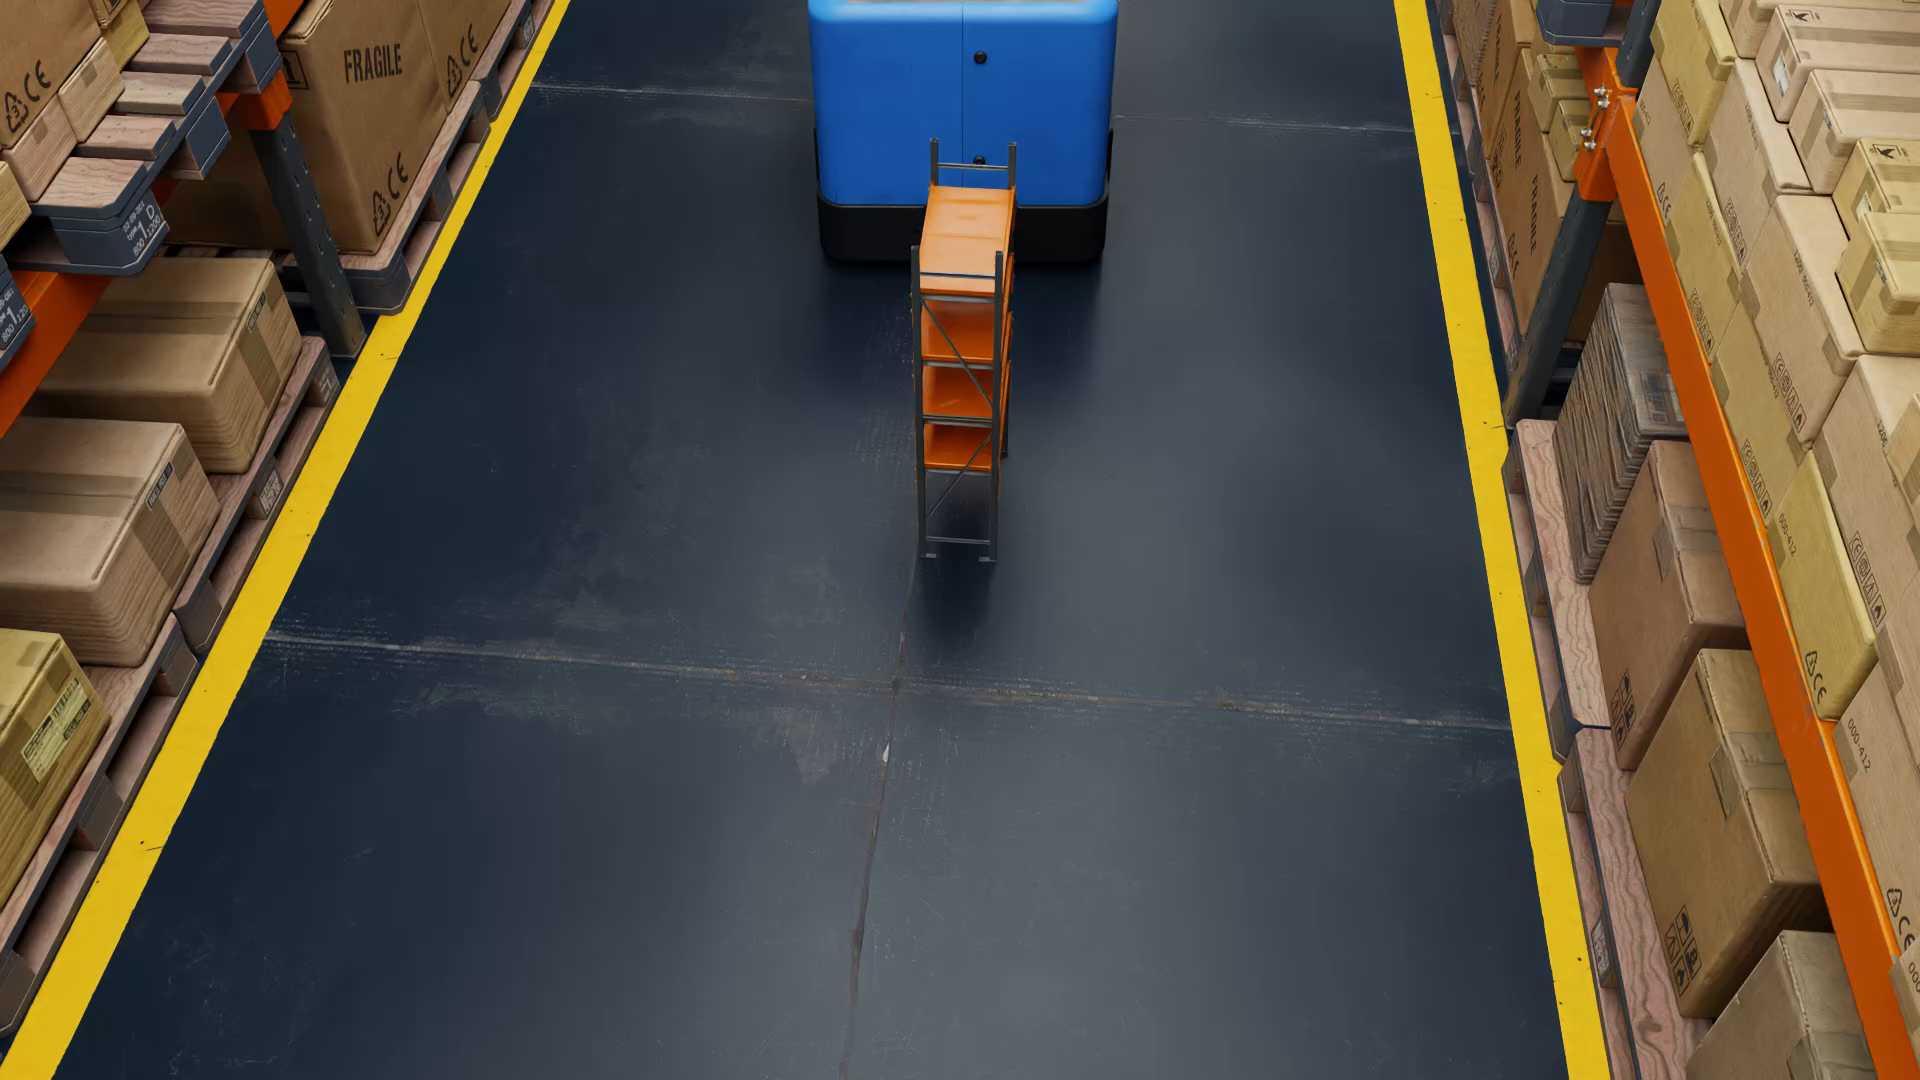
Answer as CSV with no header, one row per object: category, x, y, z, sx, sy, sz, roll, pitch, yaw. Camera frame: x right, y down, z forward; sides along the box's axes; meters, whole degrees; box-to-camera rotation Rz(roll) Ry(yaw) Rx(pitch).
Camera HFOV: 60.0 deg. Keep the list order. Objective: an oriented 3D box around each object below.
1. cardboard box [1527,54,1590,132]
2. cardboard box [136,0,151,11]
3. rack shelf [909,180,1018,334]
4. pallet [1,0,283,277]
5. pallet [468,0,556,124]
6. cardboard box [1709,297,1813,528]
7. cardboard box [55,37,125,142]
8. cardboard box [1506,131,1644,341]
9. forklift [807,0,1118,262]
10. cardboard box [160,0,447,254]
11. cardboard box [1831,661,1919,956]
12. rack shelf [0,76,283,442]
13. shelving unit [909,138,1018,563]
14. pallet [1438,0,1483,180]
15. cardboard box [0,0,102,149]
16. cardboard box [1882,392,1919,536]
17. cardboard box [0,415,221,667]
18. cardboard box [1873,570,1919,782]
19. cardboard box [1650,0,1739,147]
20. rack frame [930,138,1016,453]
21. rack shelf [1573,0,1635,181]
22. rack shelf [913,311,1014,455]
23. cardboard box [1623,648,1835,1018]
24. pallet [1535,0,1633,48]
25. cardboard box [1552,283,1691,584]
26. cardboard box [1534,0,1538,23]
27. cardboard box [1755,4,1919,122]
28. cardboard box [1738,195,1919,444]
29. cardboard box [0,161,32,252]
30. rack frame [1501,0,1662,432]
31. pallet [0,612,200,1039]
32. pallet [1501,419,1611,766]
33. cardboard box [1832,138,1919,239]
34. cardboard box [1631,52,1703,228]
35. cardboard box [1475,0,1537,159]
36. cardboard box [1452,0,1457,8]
cardboard box,2.123,-1.487,5.547,0.380,0.149,0.250,2,48,2
cardboard box,-2.403,-1.519,4.492,0.380,0.149,0.250,5,48,5
rack shelf,0.015,-0.792,4.629,0.258,0.148,0.480,4,48,4
pallet,-2.566,-1.123,4.374,1.213,0.211,1.003,4,48,4
pallet,-2.347,-2.246,7.161,1.003,0.211,1.213,4,48,4
cardboard box,1.962,-0.279,3.574,0.500,0.250,0.500,2,48,2
cardboard box,-2.334,-1.129,4.135,0.380,0.149,0.250,4,48,3
cardboard box,2.161,-1.011,5.551,0.500,0.500,0.500,5,48,5
forklift,0.019,-3.078,6.079,1.130,2.935,3.031,0,48,0
cardboard box,-2.462,-1.645,5.877,0.875,0.875,0.875,3,48,3
cardboard box,1.873,0.482,2.878,0.500,0.250,0.500,4,48,4
rack shelf,-2.790,-0.006,3.710,1.077,0.370,4.000,4,48,4
shelving unit,0.015,-0.527,4.919,0.258,1.200,0.503,4,48,4
pallet,2.556,-1.887,6.833,1.003,0.211,1.213,4,48,4
cardboard box,-2.408,-1.261,3.817,0.500,0.500,0.500,3,48,3
cardboard box,1.816,-0.108,2.808,0.380,0.149,0.250,3,48,2
cardboard box,-2.728,-0.016,4.728,0.950,0.372,0.625,3,48,3
cardboard box,1.854,0.302,2.704,0.500,0.250,0.500,5,48,4
cardboard box,2.027,-1.198,4.076,0.500,0.250,0.500,4,48,3
rack frame,0.037,-0.706,5.083,0.240,1.200,0.015,4,48,4
rack shelf,2.518,-2.614,6.096,1.077,0.370,4.000,4,48,4
rack shelf,0.015,-0.481,4.968,0.258,0.148,0.480,4,48,4
cardboard box,2.153,0.705,3.897,0.875,0.625,0.625,2,48,2
pallet,2.328,-1.826,5.017,1.213,0.211,1.003,4,48,4
cardboard box,2.266,-0.270,4.789,0.875,0.625,0.625,5,48,5
cardboard box,2.260,-1.869,5.896,0.380,0.149,0.250,5,48,5
cardboard box,1.993,-1.039,3.660,0.380,0.149,0.250,5,48,5
cardboard box,1.940,-0.445,3.387,0.500,0.250,0.500,3,48,3
cardboard box,-2.376,-0.741,3.781,0.380,0.149,0.250,5,48,4
rack frame,2.336,-1.388,4.486,1.000,3.000,0.127,4,48,4
pallet,-2.794,0.691,4.475,1.003,0.211,1.213,4,48,4
pallet,2.222,0.156,4.964,1.003,0.211,1.213,4,48,4
cardboard box,1.988,-0.659,3.313,0.380,0.149,0.250,4,48,4
cardboard box,2.052,-1.027,4.258,0.500,0.250,0.500,4,48,4
cardboard box,2.262,-1.763,6.239,0.500,0.500,0.500,6,48,5
cardboard box,2.344,-2.526,6.937,0.500,0.500,0.500,3,48,2
